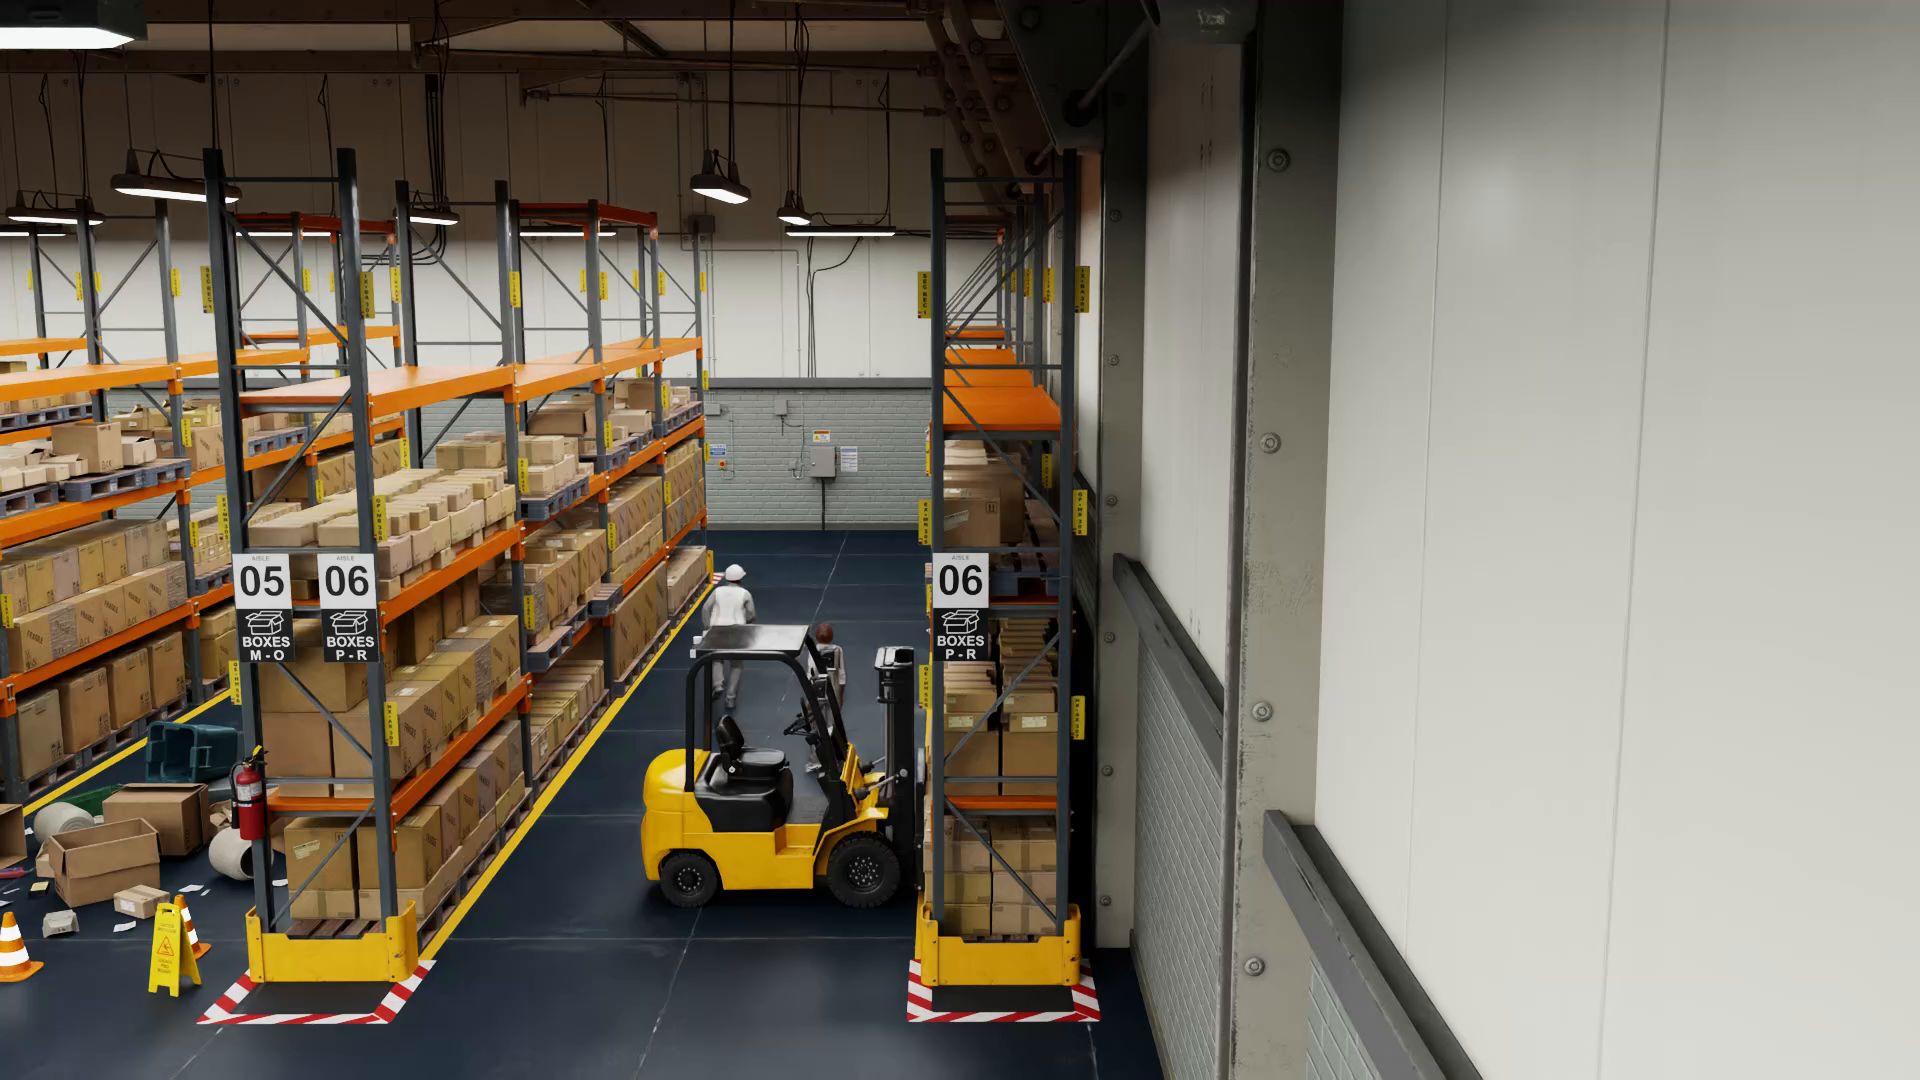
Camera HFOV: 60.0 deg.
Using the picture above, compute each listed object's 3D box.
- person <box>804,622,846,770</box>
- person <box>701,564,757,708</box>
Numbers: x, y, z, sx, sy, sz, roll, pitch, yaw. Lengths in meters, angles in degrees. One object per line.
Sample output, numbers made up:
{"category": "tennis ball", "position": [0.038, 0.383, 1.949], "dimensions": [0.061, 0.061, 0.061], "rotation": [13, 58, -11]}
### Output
{"category": "person", "position": [-1.393, 1.670, 17.210], "dimensions": [0.455, 1.603, 0.627], "rotation": [-2, 9, -14]}
{"category": "person", "position": [-2.794, 1.142, 20.153], "dimensions": [0.661, 1.665, 0.745], "rotation": [0, 9, 1]}
